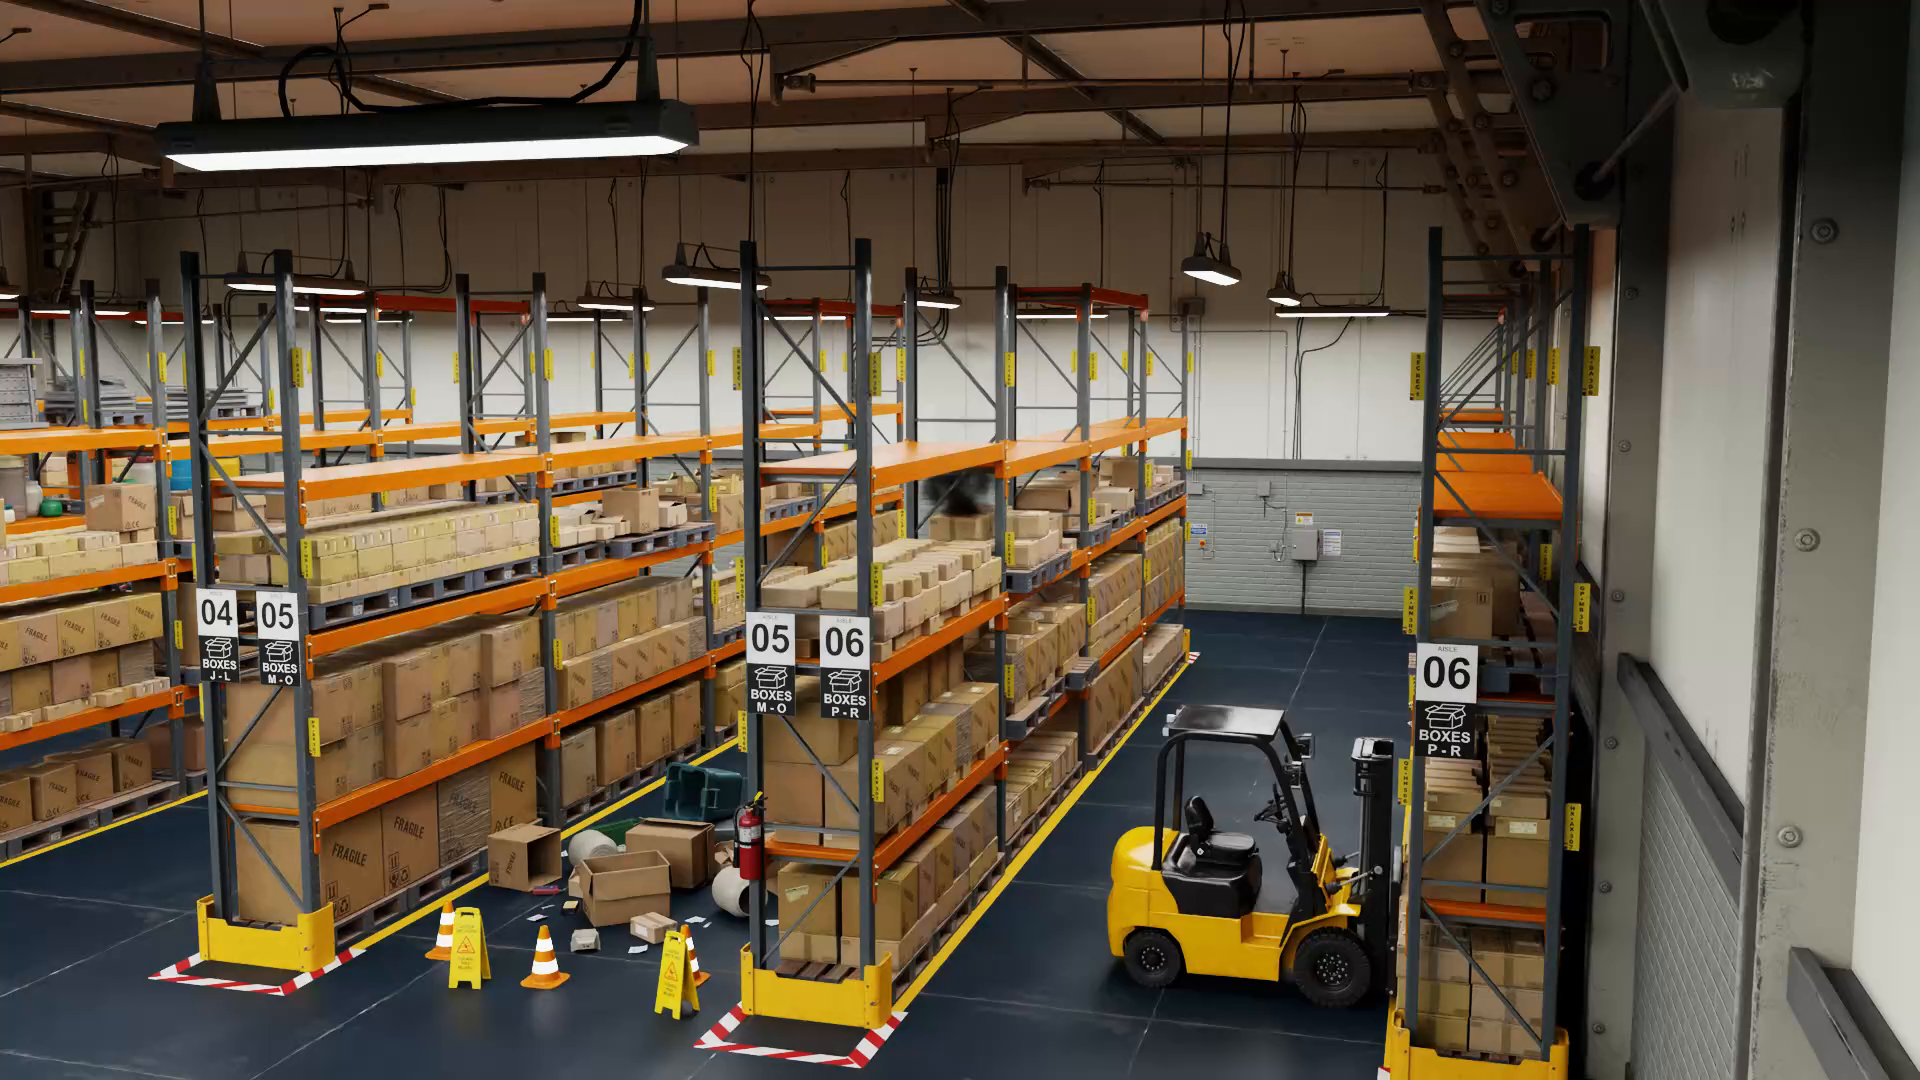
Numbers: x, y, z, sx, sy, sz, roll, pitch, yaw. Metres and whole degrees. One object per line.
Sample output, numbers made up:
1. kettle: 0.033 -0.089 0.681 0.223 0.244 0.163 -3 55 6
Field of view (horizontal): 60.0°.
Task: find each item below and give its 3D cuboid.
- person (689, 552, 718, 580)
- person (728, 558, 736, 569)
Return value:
1. person: -4.595 1.011 30.147 0.643 1.585 0.512 -2 7 -14
2. person: -3.753 1.156 28.198 0.661 1.750 0.761 3 7 25
